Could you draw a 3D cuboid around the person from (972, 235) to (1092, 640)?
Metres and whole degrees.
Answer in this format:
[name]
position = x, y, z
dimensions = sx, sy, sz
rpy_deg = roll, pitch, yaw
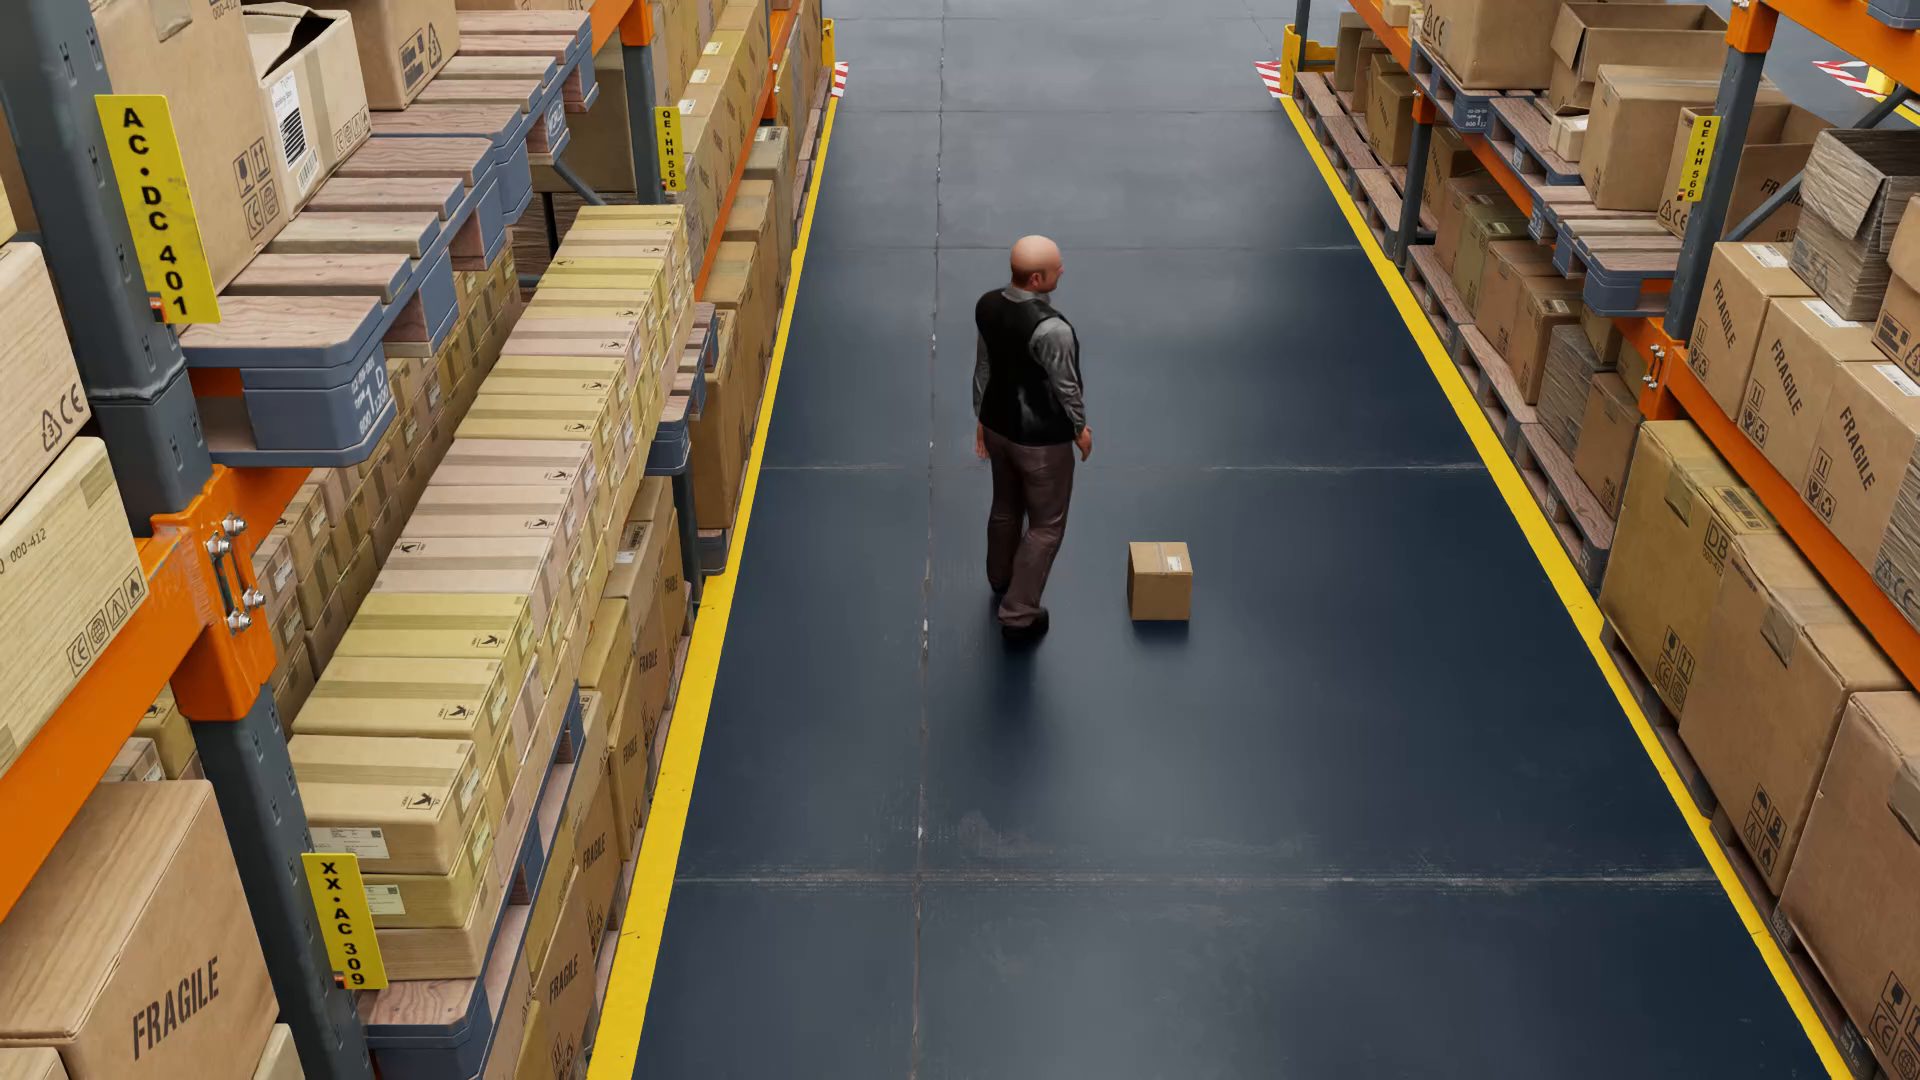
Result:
[person]
position = 0.275, -0.438, 6.835
dimensions = 0.532, 1.721, 0.537
rpy_deg = -22, 37, -31
